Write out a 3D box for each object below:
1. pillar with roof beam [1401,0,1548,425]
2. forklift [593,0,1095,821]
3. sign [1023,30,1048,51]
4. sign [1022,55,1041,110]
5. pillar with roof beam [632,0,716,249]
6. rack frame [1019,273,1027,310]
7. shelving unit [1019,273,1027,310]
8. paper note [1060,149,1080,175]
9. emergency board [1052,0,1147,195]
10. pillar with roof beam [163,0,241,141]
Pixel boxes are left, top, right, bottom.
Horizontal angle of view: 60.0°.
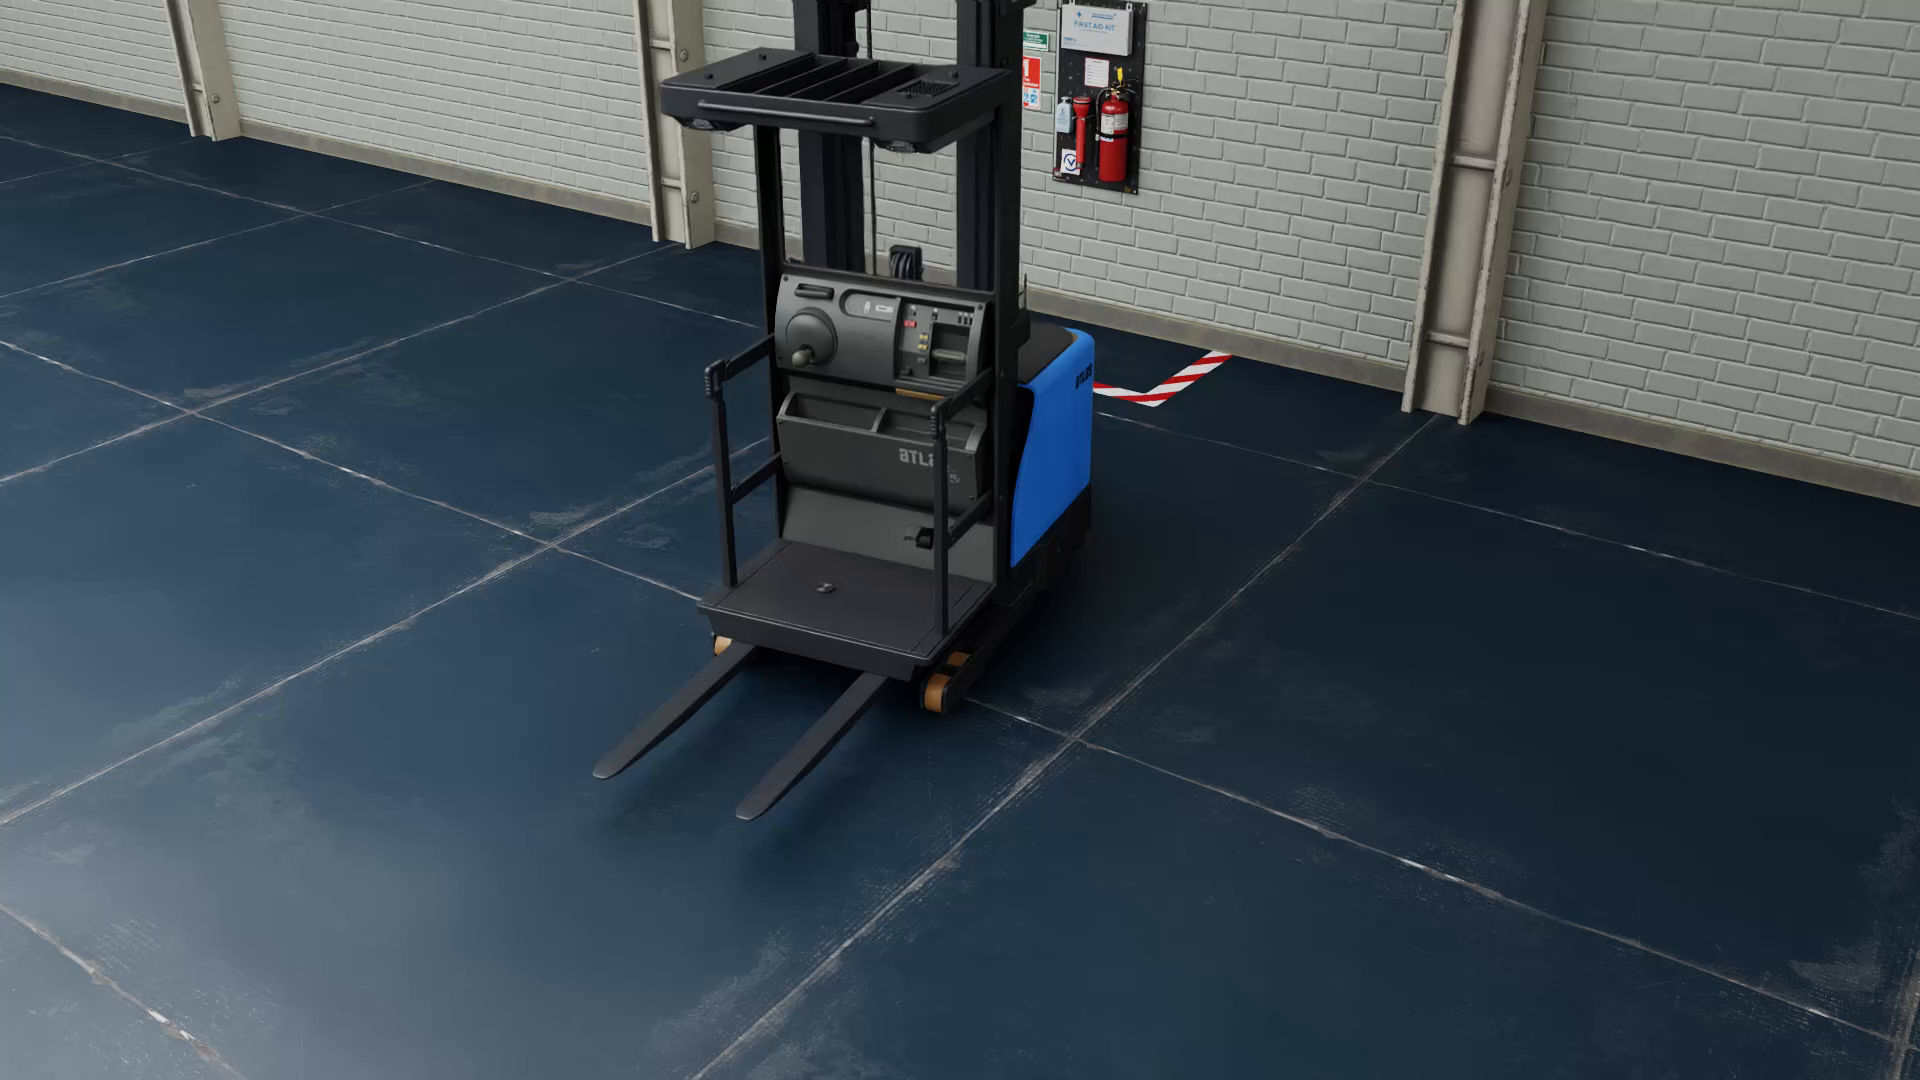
[{"bbox_3d":[0.396,-3.167,4.552,0.400,9.000,9.100,17,32,30],"label":"pillar with roof beam"},{"bbox_3d":[-0.418,-0.813,6.616,1.130,2.935,3.031,12,29,21],"label":"forklift"},{"bbox_3d":[0.420,-3.180,10.568,0.331,0.109,0.001,17,32,30],"label":"sign"},{"bbox_3d":[0.421,-2.948,10.697,0.234,0.329,0.001,17,32,30],"label":"sign"},{"bbox_3d":[-4.549,-4.708,7.579,0.400,9.000,9.100,17,32,30],"label":"pillar with roof beam"},{"bbox_3d":[0.276,-0.727,8.356,0.006,1.200,0.240,12,29,21],"label":"rack frame"},{"bbox_3d":[0.193,-0.744,8.389,0.189,1.200,0.258,12,29,21],"label":"shelving unit"},{"bbox_3d":[0.711,-2.430,10.690,0.142,0.148,0.016,17,32,30],"label":"paper note"},{"bbox_3d":[0.818,-2.752,10.350,0.643,1.169,0.194,17,32,30],"label":"emergency board"},{"bbox_3d":[-9.495,-6.249,10.607,0.400,9.000,9.100,17,32,30],"label":"pillar with roof beam"}]
